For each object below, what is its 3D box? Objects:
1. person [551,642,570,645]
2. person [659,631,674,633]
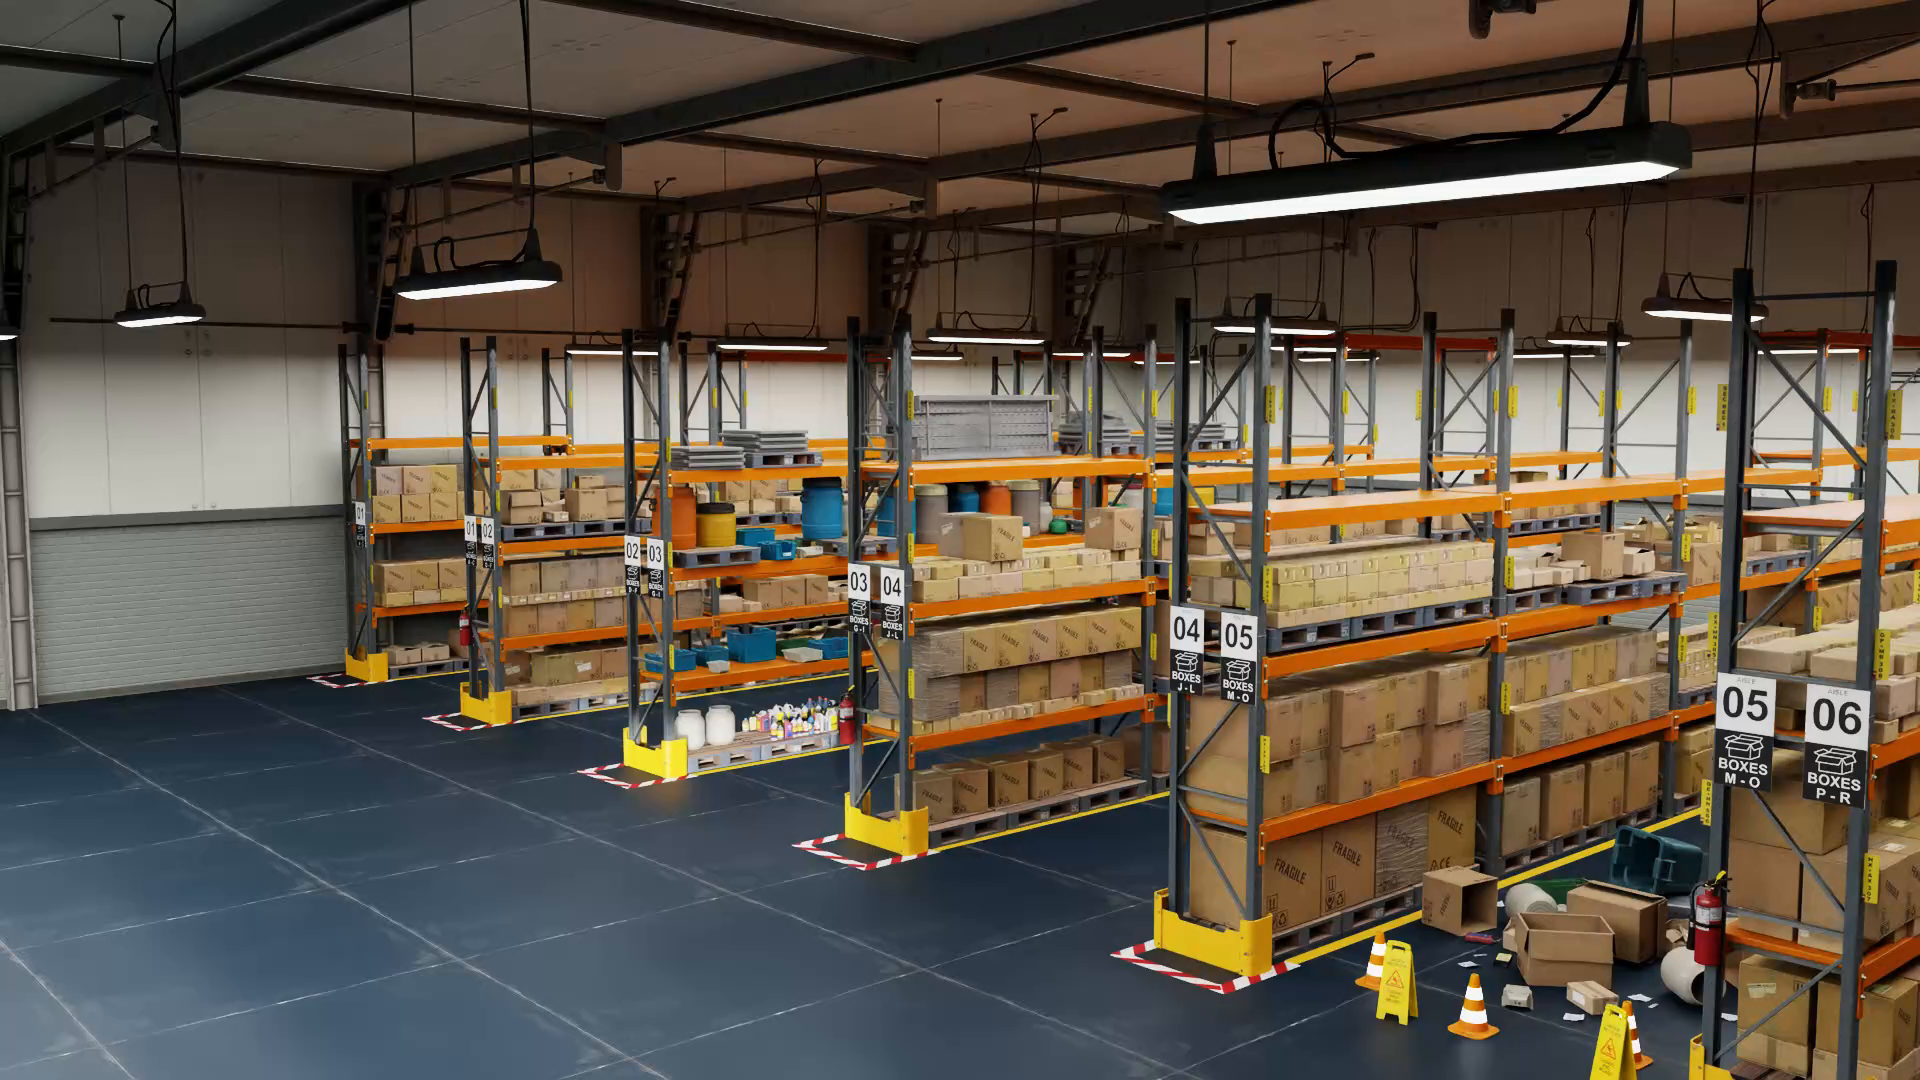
[{"bbox_3d":[-6.977,1.816,28.781,0.533,1.563,0.904,4,7,40],"label":"person"},{"bbox_3d":[-5.463,1.516,31.207,0.721,1.735,0.806,3,6,28],"label":"person"}]
